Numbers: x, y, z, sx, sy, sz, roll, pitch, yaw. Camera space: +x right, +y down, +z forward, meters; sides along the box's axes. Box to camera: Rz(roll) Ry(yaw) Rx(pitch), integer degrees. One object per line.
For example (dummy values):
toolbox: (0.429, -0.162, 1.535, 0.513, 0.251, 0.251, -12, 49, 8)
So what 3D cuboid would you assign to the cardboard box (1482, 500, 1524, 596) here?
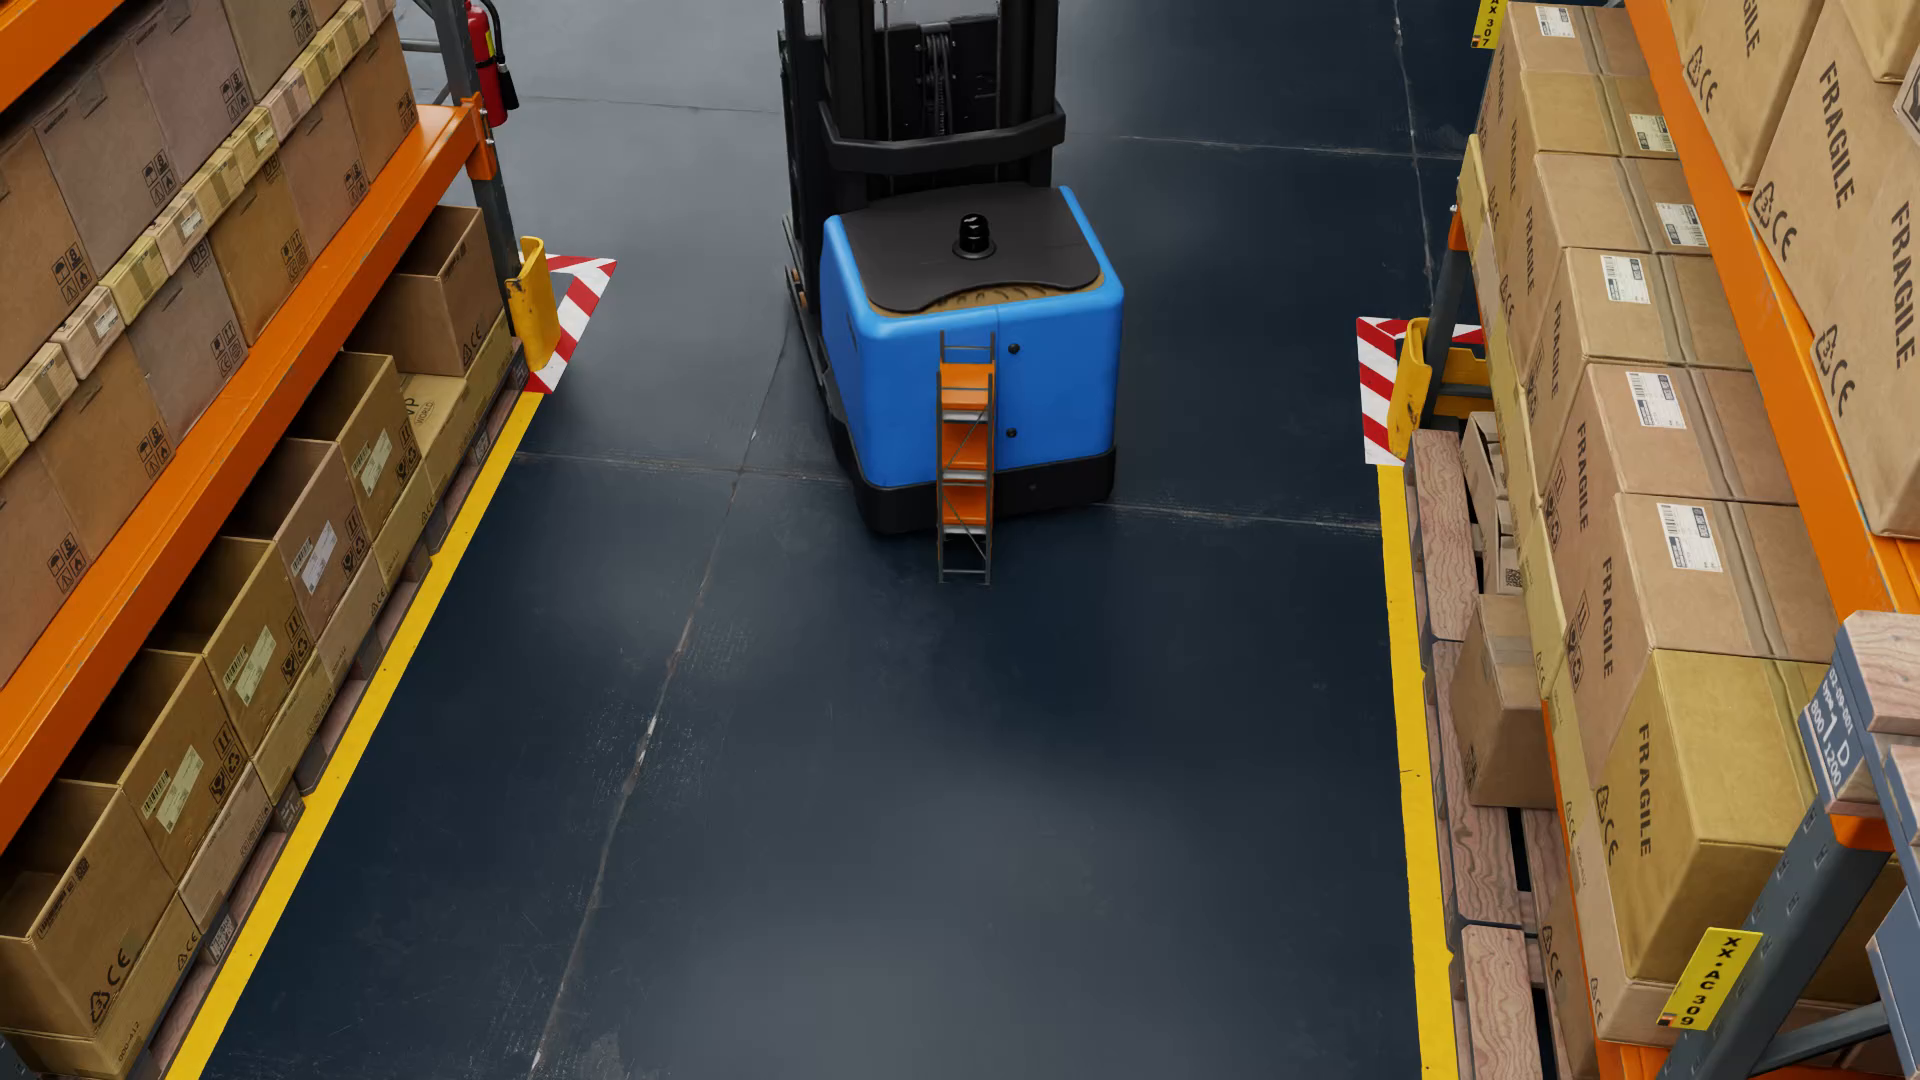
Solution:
cardboard box: (2.198, 0.117, 6.081, 0.500, 0.311, 0.500, 9, 44, 9)

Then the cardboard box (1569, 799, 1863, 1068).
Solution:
cardboard box: (1.688, 0.871, 3.743, 0.500, 0.250, 0.500, 5, 44, 6)

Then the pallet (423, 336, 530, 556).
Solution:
pallet: (-2.516, -0.462, 7.084, 1.003, 0.211, 1.213, 5, 44, 6)

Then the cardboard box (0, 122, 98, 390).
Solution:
cardboard box: (-2.800, -0.770, 4.365, 0.700, 0.500, 0.500, 5, 44, 5)

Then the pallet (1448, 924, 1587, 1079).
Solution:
pallet: (1.979, 1.726, 4.774, 1.003, 0.211, 1.213, 5, 44, 6)

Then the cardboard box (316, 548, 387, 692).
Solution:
cardboard box: (-2.421, 0.262, 5.986, 0.500, 0.250, 0.500, 5, 44, 6)

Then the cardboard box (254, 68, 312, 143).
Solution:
cardboard box: (-2.420, -1.470, 5.576, 0.380, 0.149, 0.250, 6, 44, 6)

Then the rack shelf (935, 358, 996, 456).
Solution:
rack shelf: (0.022, -0.488, 6.105, 0.215, 0.259, 0.240, 2, 43, 2)

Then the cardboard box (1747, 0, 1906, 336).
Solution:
cardboard box: (1.827, -0.669, 3.006, 0.500, 0.500, 0.500, 2, 43, 2)

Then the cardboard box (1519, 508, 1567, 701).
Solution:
cardboard box: (1.813, 0.188, 4.464, 0.500, 0.250, 0.500, 5, 44, 5)

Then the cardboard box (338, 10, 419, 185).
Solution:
cardboard box: (-2.531, -1.719, 6.311, 0.700, 0.500, 0.500, 5, 44, 6)

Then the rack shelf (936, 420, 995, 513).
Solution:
rack shelf: (0.022, -0.282, 6.300, 0.215, 0.259, 0.240, 2, 43, 2)

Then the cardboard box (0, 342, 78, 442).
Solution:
cardboard box: (-2.624, -0.407, 4.454, 0.380, 0.149, 0.250, 4, 44, 4)

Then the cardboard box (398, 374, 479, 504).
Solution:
cardboard box: (-2.289, -0.419, 6.706, 0.500, 0.250, 0.500, 5, 44, 6)

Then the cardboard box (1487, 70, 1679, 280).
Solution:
cardboard box: (2.018, -1.143, 5.325, 0.500, 0.500, 0.500, 5, 44, 6)

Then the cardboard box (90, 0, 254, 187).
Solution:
cardboard box: (-2.668, -1.451, 5.085, 0.700, 0.500, 0.500, 5, 44, 6)

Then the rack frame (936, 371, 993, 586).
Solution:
rack frame: (0.017, -0.206, 6.204, 0.200, 1.050, 0.008, 2, 43, 2)

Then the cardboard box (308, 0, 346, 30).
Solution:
cardboard box: (-2.538, -2.154, 5.827, 0.700, 0.500, 0.500, 5, 44, 6)

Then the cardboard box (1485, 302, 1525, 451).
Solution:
cardboard box: (1.947, -0.499, 5.190, 0.500, 0.250, 0.500, 5, 44, 5)

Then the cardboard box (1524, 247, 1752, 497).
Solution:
cardboard box: (1.887, -0.438, 4.581, 0.500, 0.500, 0.500, 6, 44, 7)

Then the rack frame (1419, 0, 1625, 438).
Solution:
rack frame: (2.454, -1.552, 6.207, 1.000, 3.000, 0.127, 5, 44, 6)

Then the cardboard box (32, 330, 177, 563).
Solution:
cardboard box: (-2.799, -0.314, 4.828, 0.700, 0.500, 0.500, 6, 44, 6)

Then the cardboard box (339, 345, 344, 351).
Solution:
cardboard box: (-2.748, -0.808, 7.116, 0.500, 0.250, 0.500, 5, 44, 6)

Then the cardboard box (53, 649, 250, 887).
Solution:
cardboard box: (-2.555, 0.671, 5.009, 0.500, 0.500, 0.500, 5, 44, 6)

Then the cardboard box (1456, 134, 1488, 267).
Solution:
cardboard box: (2.075, -1.201, 5.931, 0.500, 0.250, 0.500, 4, 44, 4)

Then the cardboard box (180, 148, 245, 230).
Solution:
cardboard box: (-2.488, -1.111, 5.197, 0.380, 0.149, 0.250, 6, 44, 7)

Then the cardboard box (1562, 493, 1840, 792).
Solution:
cardboard box: (1.742, 0.258, 3.845, 0.500, 0.500, 0.500, 5, 44, 5)

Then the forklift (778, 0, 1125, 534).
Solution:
forklift: (-0.206, -2.116, 6.853, 1.130, 2.935, 3.031, -9, 44, -10)

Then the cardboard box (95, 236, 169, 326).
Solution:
cardboard box: (-2.556, -0.767, 4.834, 0.380, 0.149, 0.250, 5, 44, 5)

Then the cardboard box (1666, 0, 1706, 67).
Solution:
cardboard box: (1.942, -1.395, 3.773, 0.500, 0.500, 0.500, 8, 44, 8)

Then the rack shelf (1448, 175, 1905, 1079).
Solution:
rack shelf: (2.190, 0.072, 5.015, 1.077, 0.370, 4.000, 5, 44, 6)

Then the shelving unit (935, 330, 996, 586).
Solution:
shelving unit: (0.022, -0.290, 6.293, 0.215, 1.050, 0.252, 2, 43, 2)

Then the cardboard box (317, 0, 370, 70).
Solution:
cardboard box: (-2.351, -1.815, 5.941, 0.380, 0.149, 0.250, 6, 44, 7)

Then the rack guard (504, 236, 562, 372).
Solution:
rack guard: (-2.453, -1.108, 7.557, 1.175, 0.500, 0.348, 5, 44, 6)

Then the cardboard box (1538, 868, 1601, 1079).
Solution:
cardboard box: (2.023, 1.211, 4.787, 0.500, 0.500, 0.500, 2, 43, 2)

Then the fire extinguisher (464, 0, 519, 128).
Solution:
fire extinguisher: (-1.980, -2.010, 6.747, 0.296, 0.674, 0.183, 5, 44, 6)

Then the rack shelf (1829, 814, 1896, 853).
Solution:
rack shelf: (1.661, 1.709, 1.105, 1.077, 0.370, 4.000, 5, 44, 6)

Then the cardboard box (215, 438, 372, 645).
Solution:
cardboard box: (-2.417, -0.010, 5.728, 0.500, 0.500, 0.500, 5, 44, 6)

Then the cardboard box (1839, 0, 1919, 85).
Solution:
cardboard box: (1.785, -1.064, 2.696, 0.500, 0.500, 0.500, 7, 44, 8)

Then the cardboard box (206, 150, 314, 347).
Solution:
cardboard box: (-2.667, -1.023, 5.576, 0.700, 0.500, 0.500, 6, 44, 6)

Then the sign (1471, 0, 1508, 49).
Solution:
sign: (1.916, -1.915, 5.962, 0.100, 0.325, 0.005, 5, 44, 6)

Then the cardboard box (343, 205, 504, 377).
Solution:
cardboard box: (-2.232, -1.033, 6.809, 0.500, 0.500, 0.500, 5, 44, 6)

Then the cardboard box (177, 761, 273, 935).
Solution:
cardboard box: (-2.552, 0.944, 5.266, 0.500, 0.250, 0.500, 5, 44, 6)

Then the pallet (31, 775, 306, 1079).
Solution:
pallet: (-2.839, 1.201, 5.328, 1.003, 0.211, 1.213, 5, 44, 6)
